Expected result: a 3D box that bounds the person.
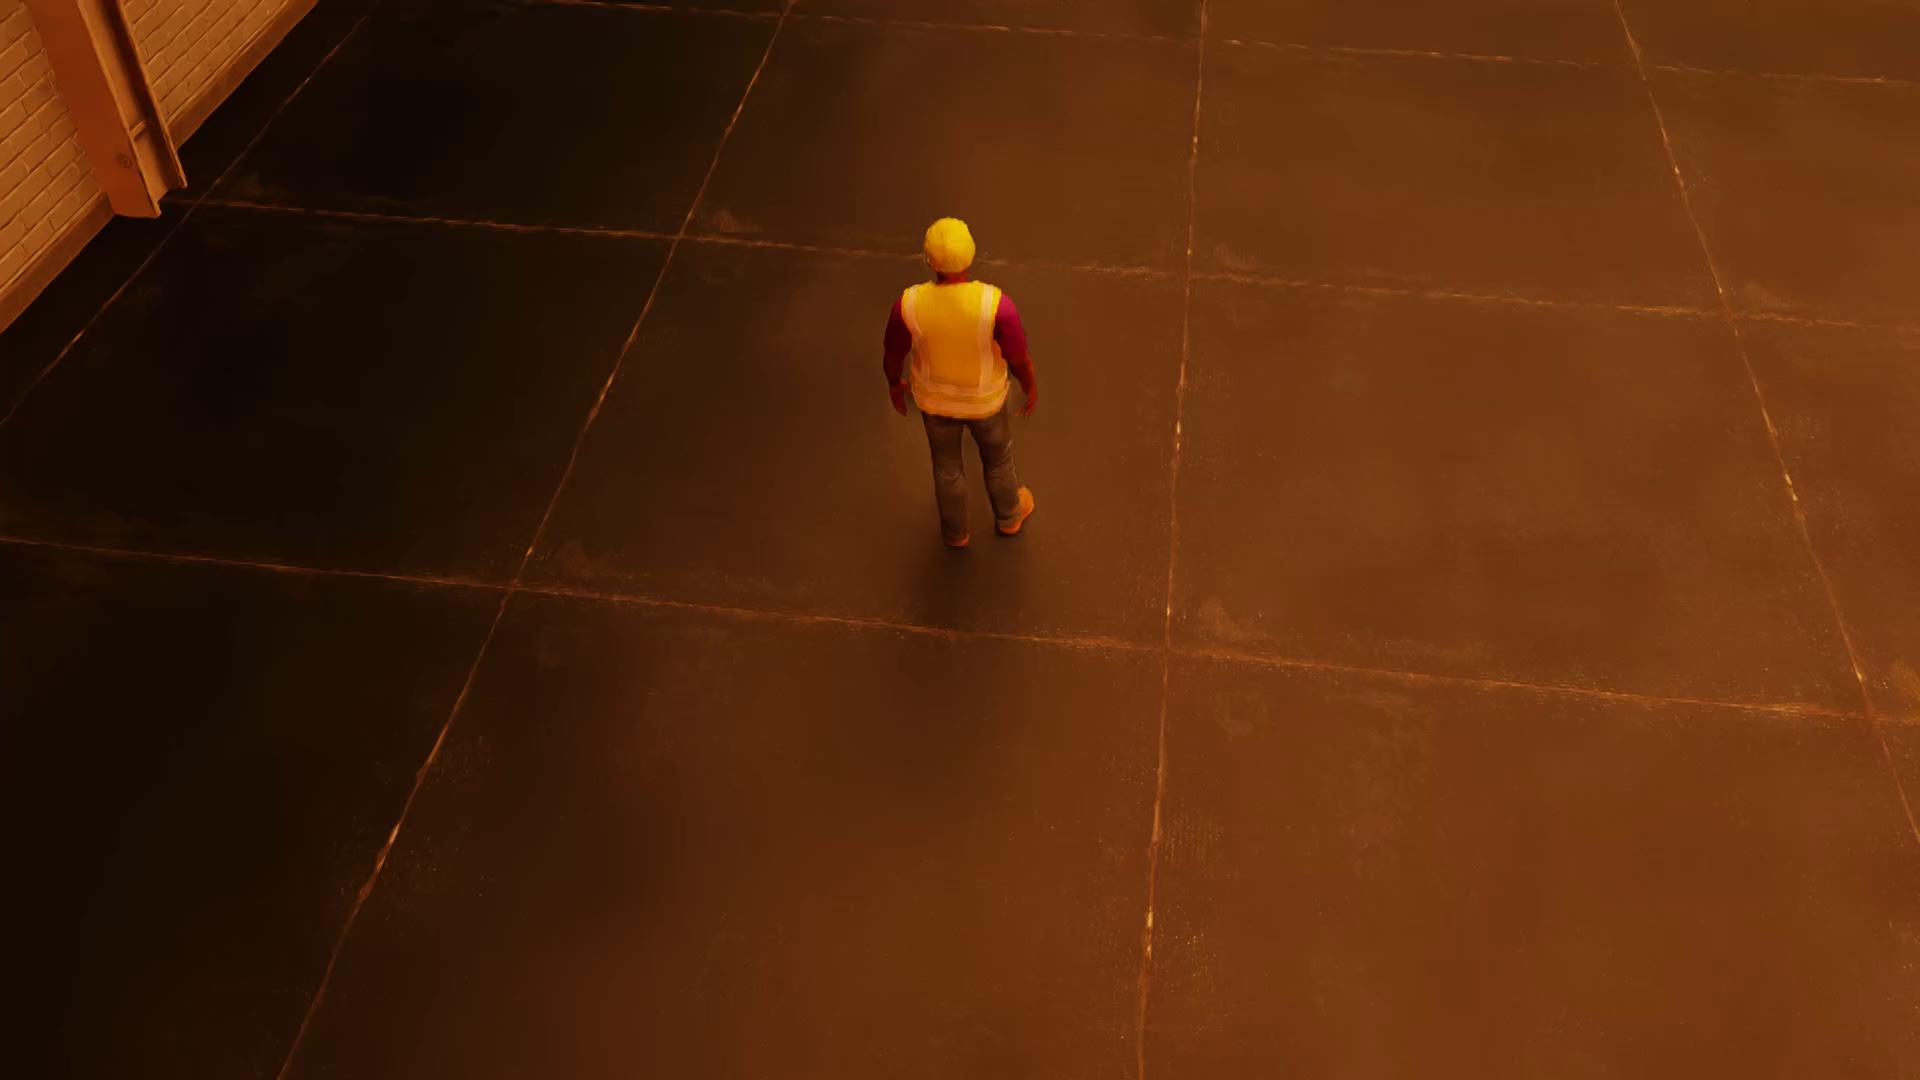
[{"bbox_3d":[0.015,-0.702,7.339,0.665,1.766,0.576,5,43,6],"label":"person"}]
